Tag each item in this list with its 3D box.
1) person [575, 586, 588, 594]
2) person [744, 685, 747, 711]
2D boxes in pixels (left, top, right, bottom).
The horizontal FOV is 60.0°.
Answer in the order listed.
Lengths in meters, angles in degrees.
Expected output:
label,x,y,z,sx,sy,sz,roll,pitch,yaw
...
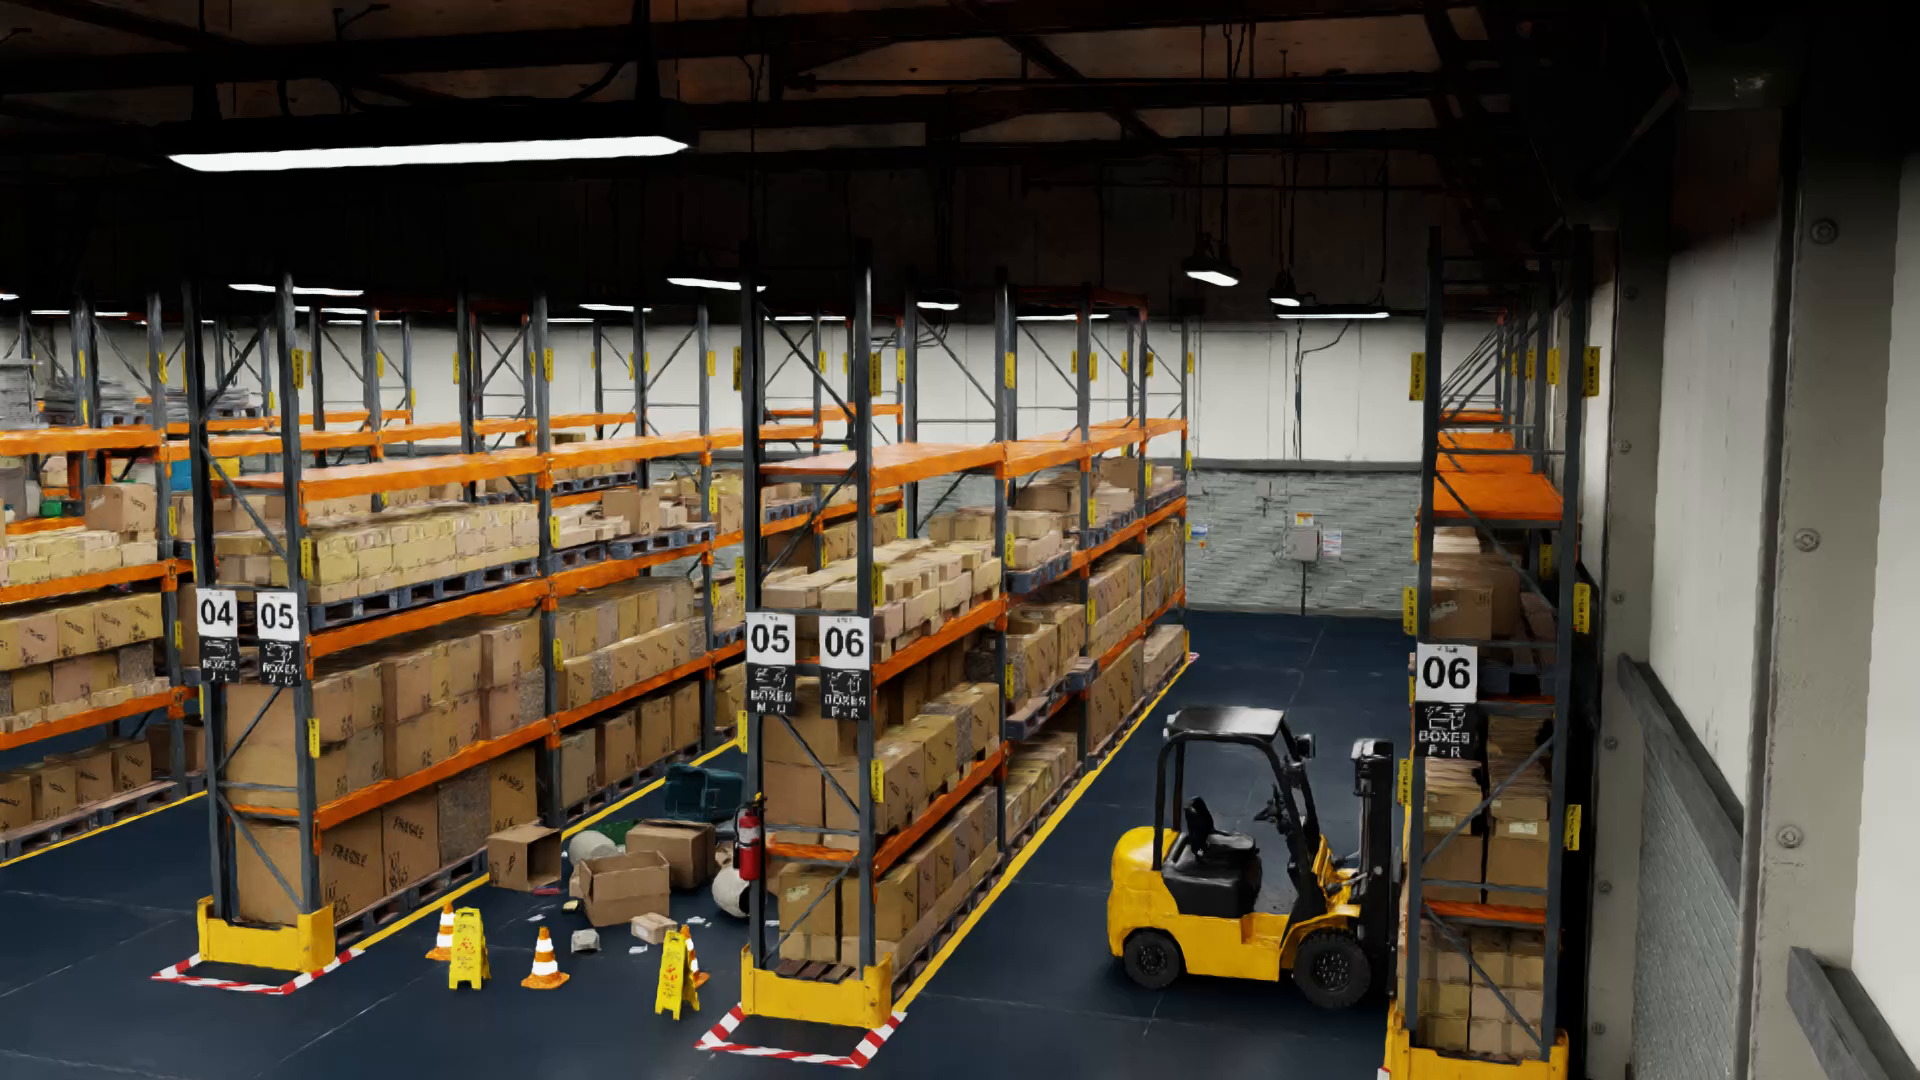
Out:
label,x,y,z,sx,sy,sz,roll,pitch,yaw
person,-5.930,1.461,26.244,0.418,1.512,1.035,2,7,18
person,-2.292,2.072,19.712,0.673,1.763,0.577,-6,9,-42
